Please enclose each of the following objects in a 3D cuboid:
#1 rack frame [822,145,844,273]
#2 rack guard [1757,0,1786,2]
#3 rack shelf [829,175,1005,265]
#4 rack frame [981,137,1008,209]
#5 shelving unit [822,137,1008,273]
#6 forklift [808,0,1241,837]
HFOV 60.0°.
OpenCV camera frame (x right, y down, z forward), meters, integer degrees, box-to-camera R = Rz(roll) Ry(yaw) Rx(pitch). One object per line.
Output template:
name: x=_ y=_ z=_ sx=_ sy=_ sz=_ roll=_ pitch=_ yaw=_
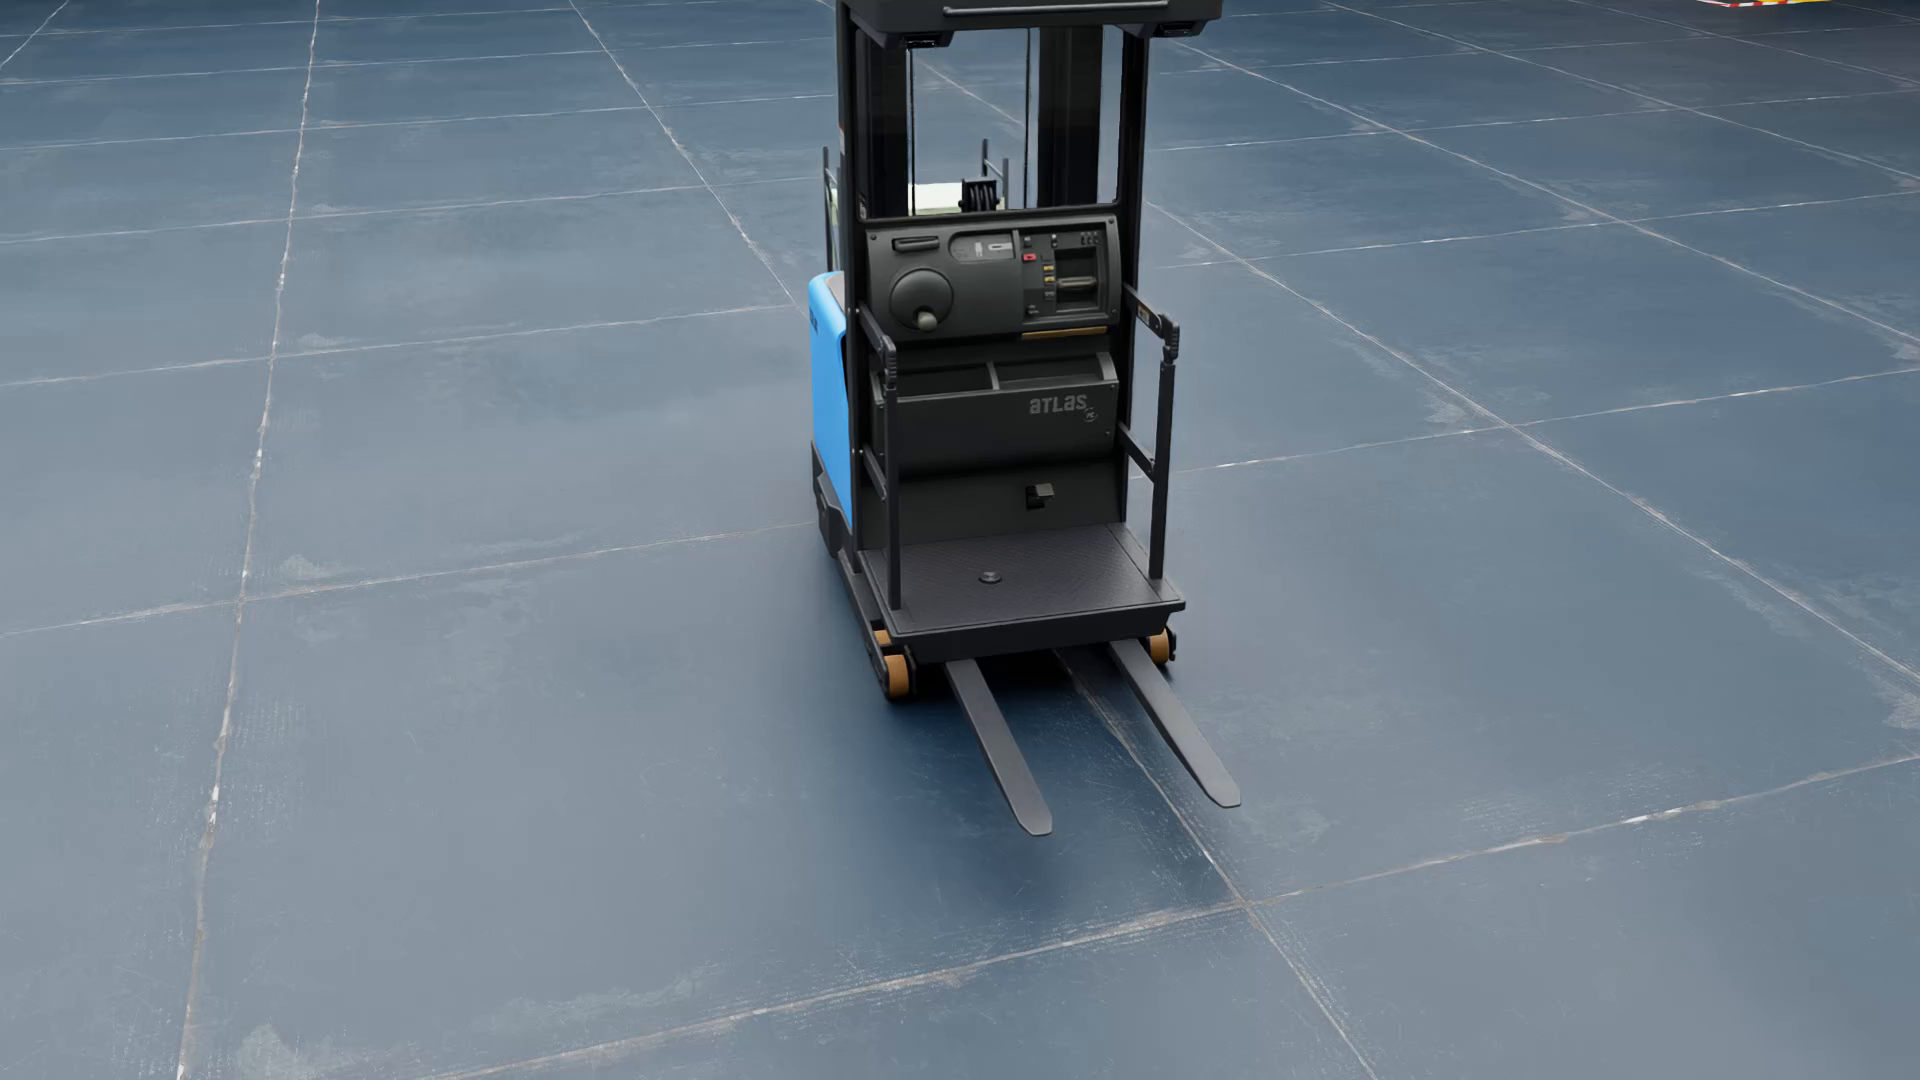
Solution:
rack frame: x=-0.558 y=-1.003 z=7.583 sx=0.023 sy=1.500 sz=0.400 roll=-6 pitch=27 yaw=-12
rack guard: x=10.054 y=-7.214 z=21.219 sx=0.348 sy=0.500 sz=1.175 roll=-8 pitch=28 yaw=-16
rack shelf: x=-0.203 y=-1.391 z=7.488 sx=0.720 sy=0.370 sz=0.431 roll=-6 pitch=27 yaw=-12
rack frame: x=0.153 y=-1.080 z=7.739 sx=0.023 sy=1.500 sz=0.400 roll=-6 pitch=27 yaw=-12
shelving unit: x=-0.203 y=-1.041 z=7.661 sx=0.755 sy=1.500 sz=0.431 roll=-6 pitch=27 yaw=-12
forklift: x=0.181 y=-0.918 z=5.803 sx=1.130 sy=2.935 sz=3.031 roll=-6 pitch=27 yaw=-12
